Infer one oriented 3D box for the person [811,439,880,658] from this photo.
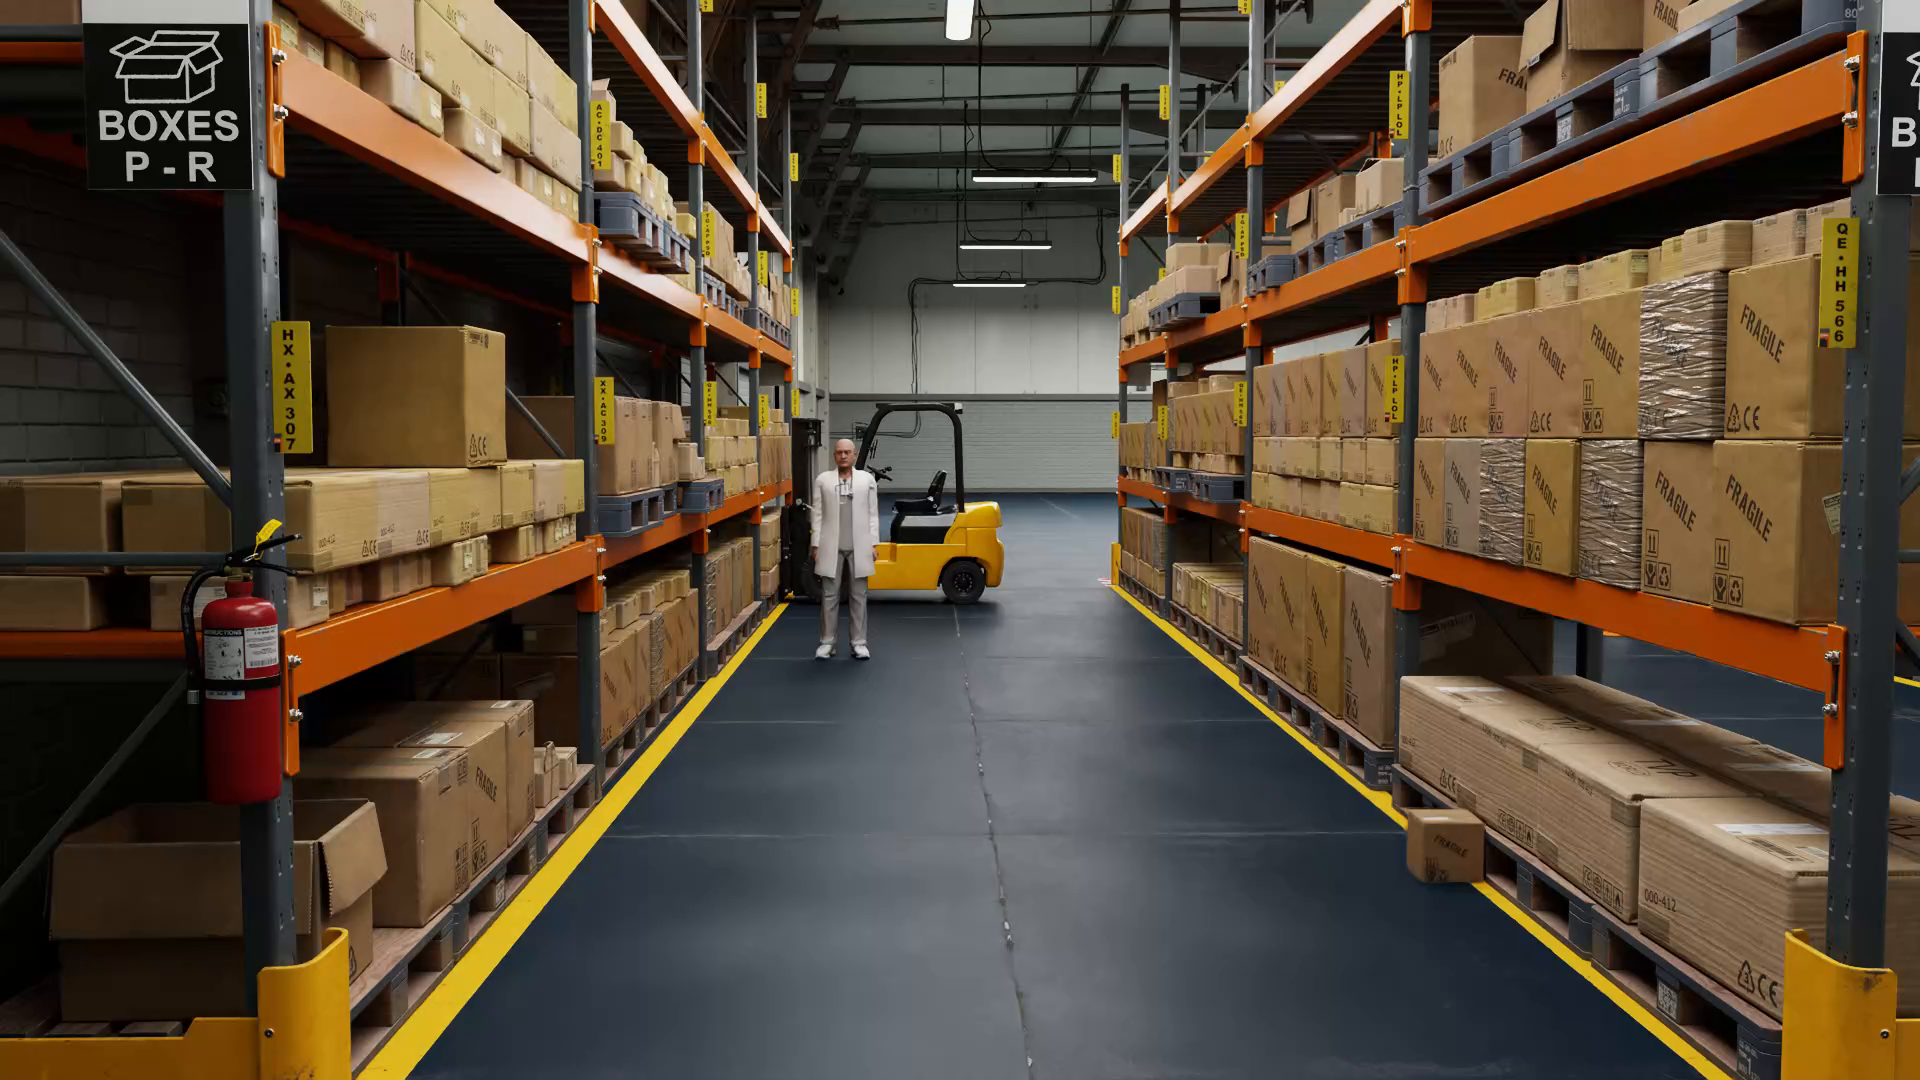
[{"bbox_3d":[-0.933,0.068,13.543,0.564,1.783,0.373,0,4,-5],"label":"person"}]
